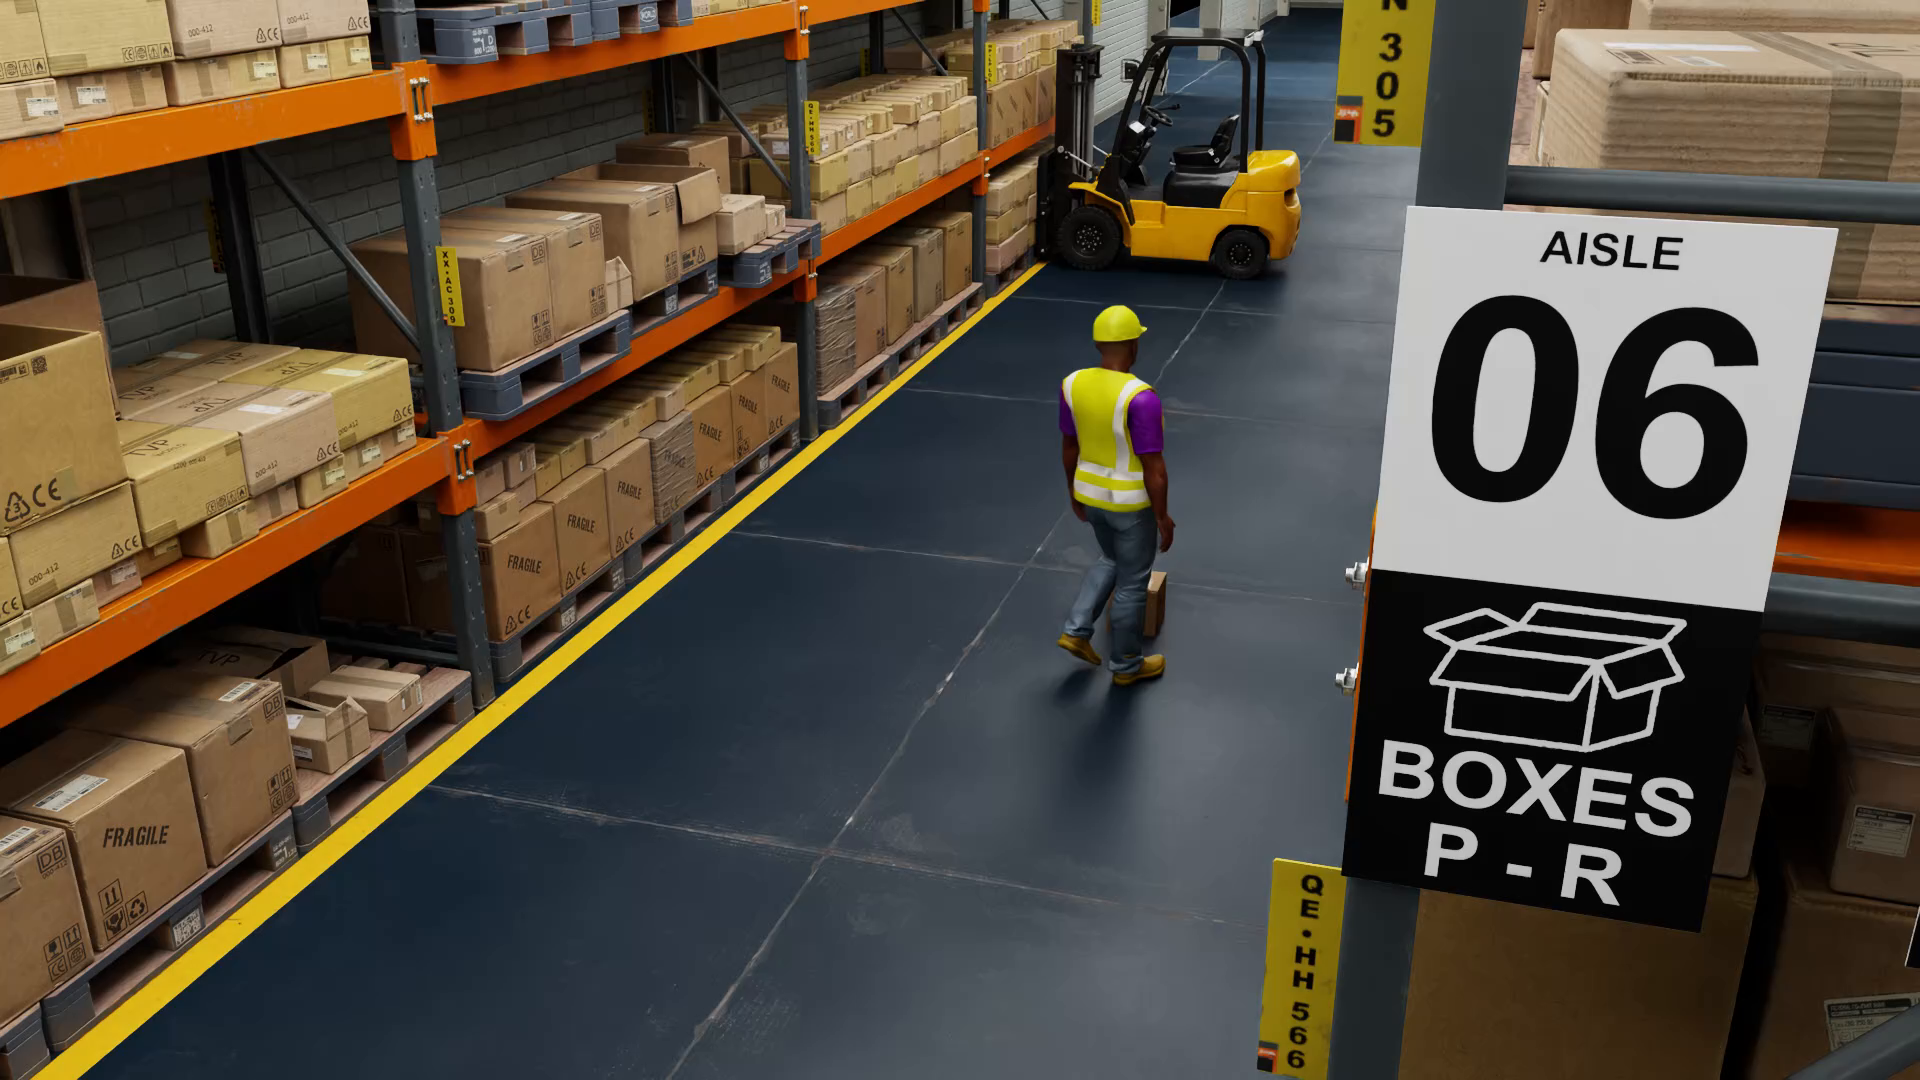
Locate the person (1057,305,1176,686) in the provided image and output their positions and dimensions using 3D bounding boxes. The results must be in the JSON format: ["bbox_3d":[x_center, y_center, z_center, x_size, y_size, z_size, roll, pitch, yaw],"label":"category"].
[{"bbox_3d":[0.738,-0.183,7.485,0.466,1.769,0.613,-18,28,-38],"label":"person"}]
